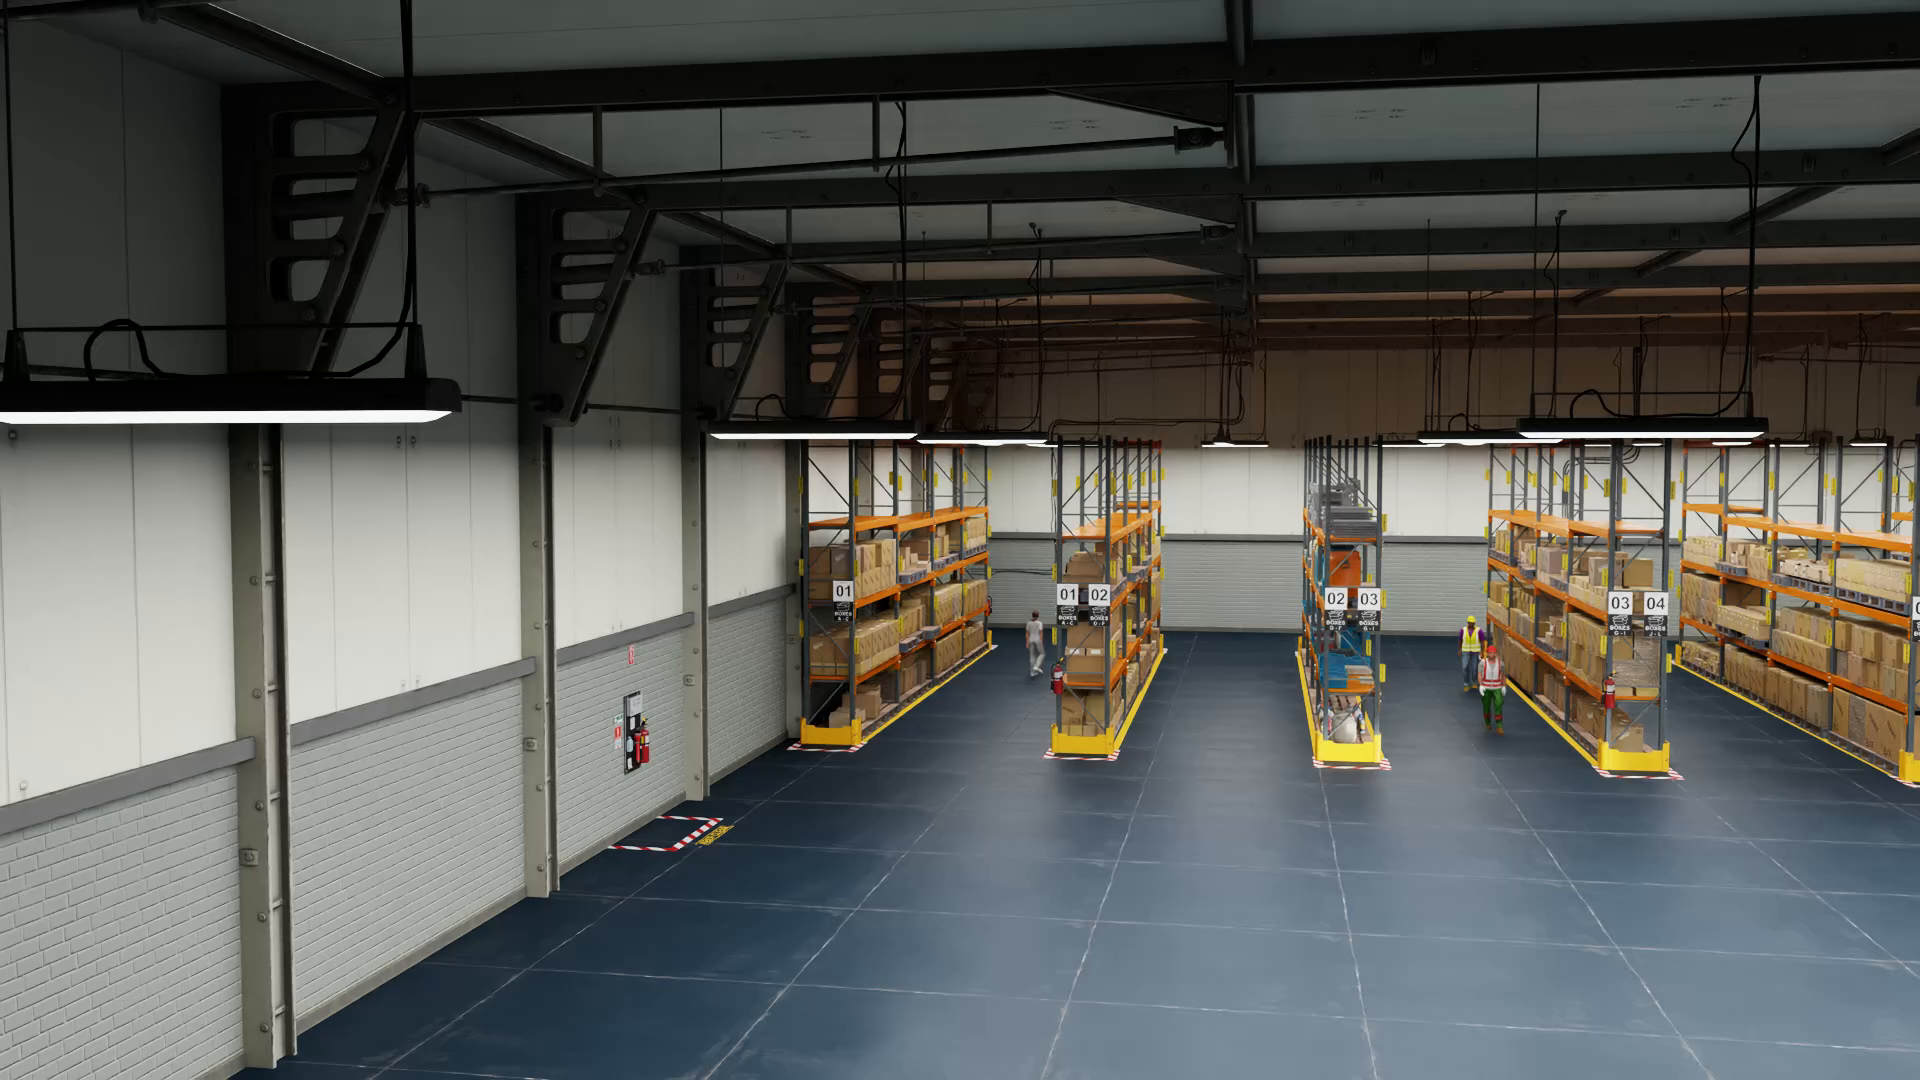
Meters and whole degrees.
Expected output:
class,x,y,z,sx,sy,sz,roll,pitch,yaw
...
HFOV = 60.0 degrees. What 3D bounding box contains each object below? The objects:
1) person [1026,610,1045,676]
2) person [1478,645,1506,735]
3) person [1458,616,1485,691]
class,x,y,z,sx,sy,sz,roll,pitch,yaw
person,1.898,2.605,42.130,0.487,1.659,0.457,1,3,24
person,10.742,3.002,33.560,0.560,1.742,0.936,1,3,17
person,12.214,2.713,39.711,0.622,1.823,0.544,1,3,24
